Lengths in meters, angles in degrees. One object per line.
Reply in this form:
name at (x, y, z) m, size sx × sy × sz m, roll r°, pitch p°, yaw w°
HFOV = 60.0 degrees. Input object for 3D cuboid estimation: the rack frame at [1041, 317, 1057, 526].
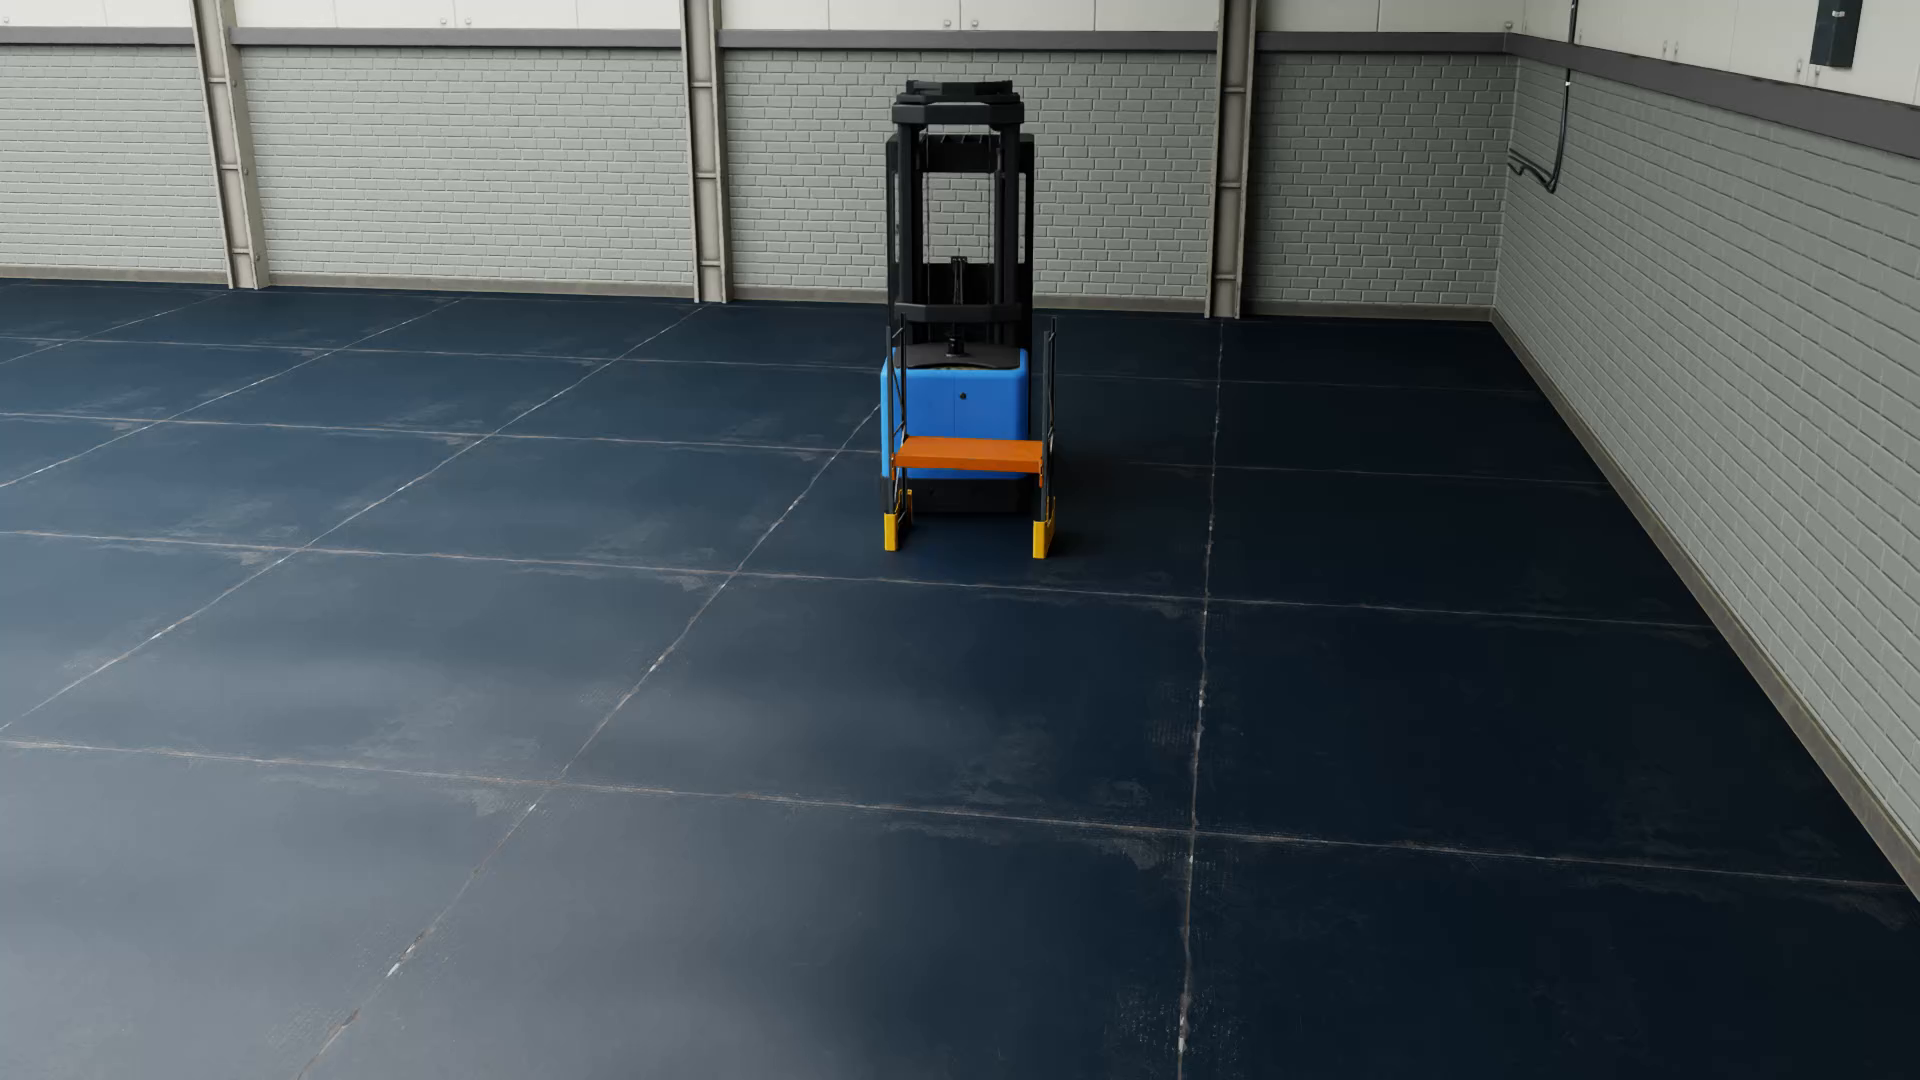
rack frame at (0.586, -0.681, 10.976) m, size 0.032 × 1.500 × 0.500 m, roll 3°, pitch 19°, yaw 9°

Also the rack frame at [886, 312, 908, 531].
rack frame at (-0.418, -0.733, 11.129) m, size 0.032 × 1.500 × 0.500 m, roll 3°, pitch 19°, yaw 9°

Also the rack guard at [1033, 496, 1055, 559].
rack guard at (0.567, -0.090, 11.177) m, size 0.087 × 0.250 × 0.587 m, roll 3°, pitch 19°, yaw 9°

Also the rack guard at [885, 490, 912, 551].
rack guard at (-0.416, -0.140, 11.327) m, size 0.087 × 0.250 × 0.587 m, roll 3°, pitch 19°, yaw 9°

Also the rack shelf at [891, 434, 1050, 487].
rack shelf at (0.084, -0.536, 11.109) m, size 1.000 × 0.185 × 0.538 m, roll 3°, pitch 19°, yaw 9°

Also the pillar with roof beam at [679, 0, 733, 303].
pillar with roof beam at (-3.616, -5.779, 14.392) m, size 0.400 × 9.000 × 9.100 m, roll 3°, pitch 19°, yaw 9°

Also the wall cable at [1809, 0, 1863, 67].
wall cable at (4.168, -4.902, 6.413) m, size 0.169 × 6.003 × 2.305 m, roll 3°, pitch 19°, yaw 9°

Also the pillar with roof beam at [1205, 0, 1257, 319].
pillar with roof beam at (2.308, -5.477, 13.489) m, size 0.400 × 9.000 × 9.100 m, roll 3°, pitch 19°, yaw 9°

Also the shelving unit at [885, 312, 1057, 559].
shelving unit at (0.075, -0.707, 11.054) m, size 1.083 × 1.500 × 0.587 m, roll 3°, pitch 19°, yaw 9°

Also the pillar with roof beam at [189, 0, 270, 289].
pillar with roof beam at (-9.540, -6.081, 15.294) m, size 0.400 × 9.000 × 9.100 m, roll 3°, pitch 19°, yaw 9°

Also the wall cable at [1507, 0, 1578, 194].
wall cable at (5.690, -4.790, 16.331) m, size 0.112 × 2.526 × 3.097 m, roll 3°, pitch 19°, yaw 9°

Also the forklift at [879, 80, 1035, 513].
forklift at (0.009, -1.992, 12.637) m, size 1.130 × 2.935 × 3.031 m, roll 1°, pitch 19°, yaw 2°
